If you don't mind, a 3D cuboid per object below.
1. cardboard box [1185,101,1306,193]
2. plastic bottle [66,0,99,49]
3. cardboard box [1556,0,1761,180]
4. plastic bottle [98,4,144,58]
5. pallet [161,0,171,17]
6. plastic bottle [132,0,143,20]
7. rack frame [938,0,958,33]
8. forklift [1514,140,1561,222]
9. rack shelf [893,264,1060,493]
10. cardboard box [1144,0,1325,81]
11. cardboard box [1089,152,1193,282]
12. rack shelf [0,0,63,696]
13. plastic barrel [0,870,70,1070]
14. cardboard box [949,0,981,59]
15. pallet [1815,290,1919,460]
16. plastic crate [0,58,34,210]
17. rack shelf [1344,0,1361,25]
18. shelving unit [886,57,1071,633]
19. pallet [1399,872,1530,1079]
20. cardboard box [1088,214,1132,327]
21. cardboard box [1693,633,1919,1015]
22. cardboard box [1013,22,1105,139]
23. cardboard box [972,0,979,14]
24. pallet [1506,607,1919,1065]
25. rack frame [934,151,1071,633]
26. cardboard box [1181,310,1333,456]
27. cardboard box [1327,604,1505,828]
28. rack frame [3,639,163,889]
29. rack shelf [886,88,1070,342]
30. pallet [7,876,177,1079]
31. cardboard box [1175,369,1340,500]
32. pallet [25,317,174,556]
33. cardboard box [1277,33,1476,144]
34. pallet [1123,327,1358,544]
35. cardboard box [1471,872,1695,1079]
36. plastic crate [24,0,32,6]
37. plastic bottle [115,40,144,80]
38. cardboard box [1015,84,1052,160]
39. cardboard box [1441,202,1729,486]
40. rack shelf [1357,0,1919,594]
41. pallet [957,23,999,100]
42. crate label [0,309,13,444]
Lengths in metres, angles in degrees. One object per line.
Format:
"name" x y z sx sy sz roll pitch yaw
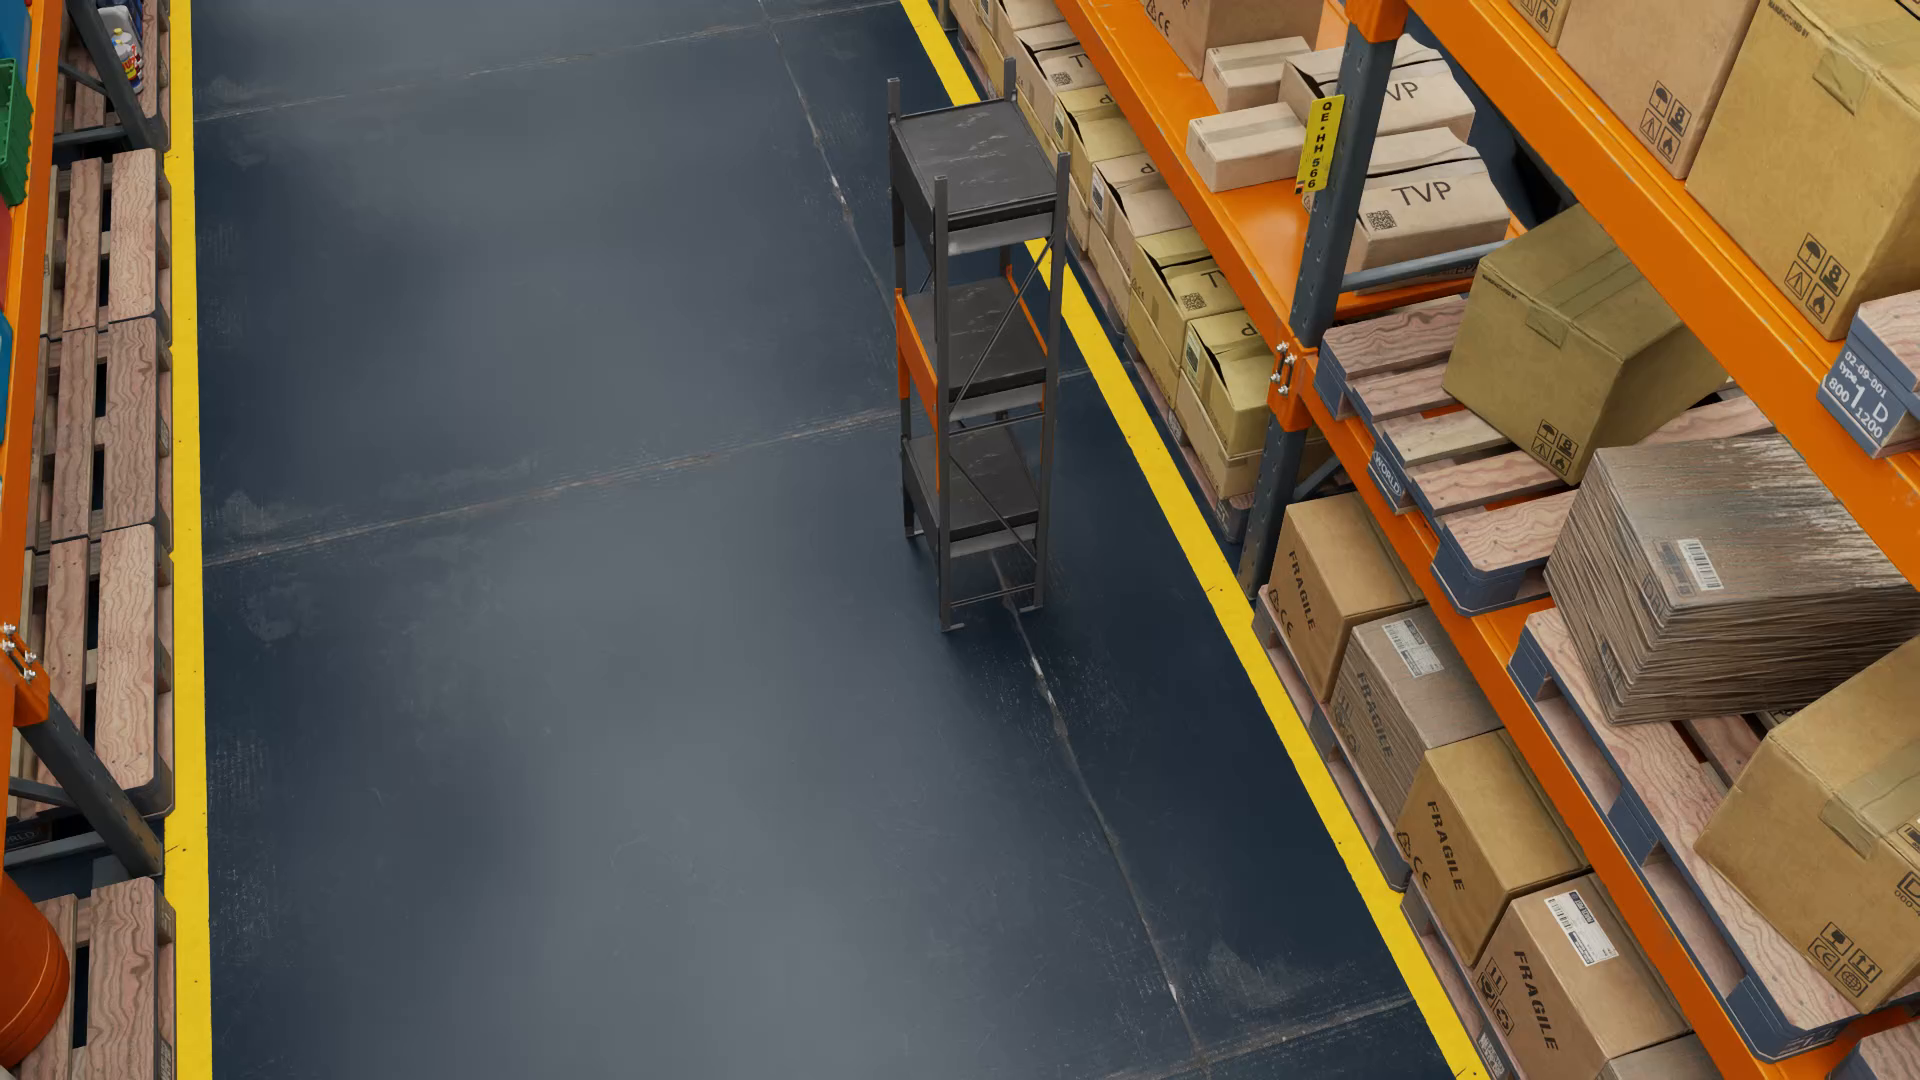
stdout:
"cardboard box" 1.030 -1.400 5.922 0.380 0.149 0.250 -13 51 -11
"plastic bottle" -4.335 -2.630 8.239 0.144 0.351 0.185 -13 51 -11
"cardboard box" 1.872 -1.202 3.564 0.910 0.500 0.500 -13 51 -11
"plastic bottle" -4.153 -2.517 8.193 0.152 0.276 0.135 -12 51 -10
"pallet" -4.879 -3.185 9.086 1.003 0.211 1.213 -13 51 -11
"plastic bottle" -4.254 -2.800 8.383 0.144 0.351 0.185 -15 52 -13
"rack frame" 0.377 -3.808 7.788 1.000 3.000 0.127 -13 51 -11
"forklift" 4.207 -2.504 6.733 3.031 2.935 1.130 0 50 0
"rack shelf" 0.049 -0.547 5.645 0.431 0.518 0.480 -13 51 -11
"cardboard box" 1.049 -2.141 6.317 0.500 0.500 0.500 -16 52 -13
"cardboard box" 0.864 -1.391 6.907 0.500 0.311 0.500 -14 51 -11
"rack shelf" -3.764 -0.998 5.890 1.077 0.370 4.000 -13 51 -11
"plastic barrel" -3.012 1.148 4.755 0.600 0.830 0.708 -13 51 -11
"cardboard box" 0.260 -2.707 8.383 0.500 0.250 0.500 -14 51 -12
"pallet" 2.308 -0.120 2.840 1.213 0.211 1.003 -13 51 -11
"plastic crate" -3.571 -1.414 5.909 0.450 0.188 0.662 -13 51 -11
"rack shelf" 0.969 -3.082 5.685 1.077 0.370 4.000 -13 51 -11
"shelving unit" 0.049 -0.556 5.635 0.431 2.100 0.503 -13 51 -11
"pallet" 2.102 1.455 5.175 1.003 0.211 1.213 -13 51 -11
"cardboard box" 0.870 -1.209 7.120 0.500 0.250 0.500 -12 51 -10
"cardboard box" 2.162 0.591 3.740 0.700 0.500 0.500 -25 54 -20
"cardboard box" 0.559 -2.135 7.535 0.500 0.311 0.500 -15 51 -12
"cardboard box" 0.262 -2.880 8.162 0.500 0.311 0.500 -13 51 -11
"pallet" 2.140 0.595 4.202 1.003 0.211 1.213 -13 51 -11
"rack frame" 0.121 -0.378 5.485 0.400 2.100 0.015 -13 51 -11
"cardboard box" 1.170 -0.643 6.277 0.500 0.311 0.500 -12 51 -10
"cardboard box" 1.582 0.555 5.457 0.500 0.500 0.500 -15 51 -12
"rack frame" -3.173 0.231 4.383 1.000 3.000 0.127 -13 51 -11
"rack shelf" 0.049 -0.998 5.110 0.431 0.518 0.480 -13 51 -11
"pallet" -2.900 1.696 4.972 1.003 0.211 1.213 -13 51 -11
"cardboard box" 1.172 -0.465 6.493 0.500 0.250 0.500 -12 51 -10
"pallet" -3.722 -0.335 6.684 1.003 0.211 1.213 -13 51 -11
"cardboard box" 1.481 -1.555 5.947 0.500 0.311 0.500 -14 51 -11
"pallet" 1.354 -0.598 6.906 1.003 0.211 1.213 -13 51 -11
"cardboard box" 1.885 1.303 4.827 0.500 0.500 0.500 -15 51 -12
"plastic crate" -3.920 -2.427 6.582 0.402 0.464 0.583 -13 51 -11
"plastic bottle" -4.061 -2.337 8.090 0.097 0.201 0.097 0 50 0
"cardboard box" 0.566 -1.955 7.750 0.500 0.250 0.500 -15 51 -12
"cardboard box" 1.854 -0.620 4.760 0.700 0.500 0.500 -30 56 -23
"rack shelf" 2.152 -0.161 3.222 1.077 0.370 4.000 -13 51 -11
"pallet" 0.633 -2.380 8.408 1.003 0.211 1.213 -13 51 -11
"crate label" -3.208 -0.568 5.033 0.502 0.435 0.616 -13 51 -11
